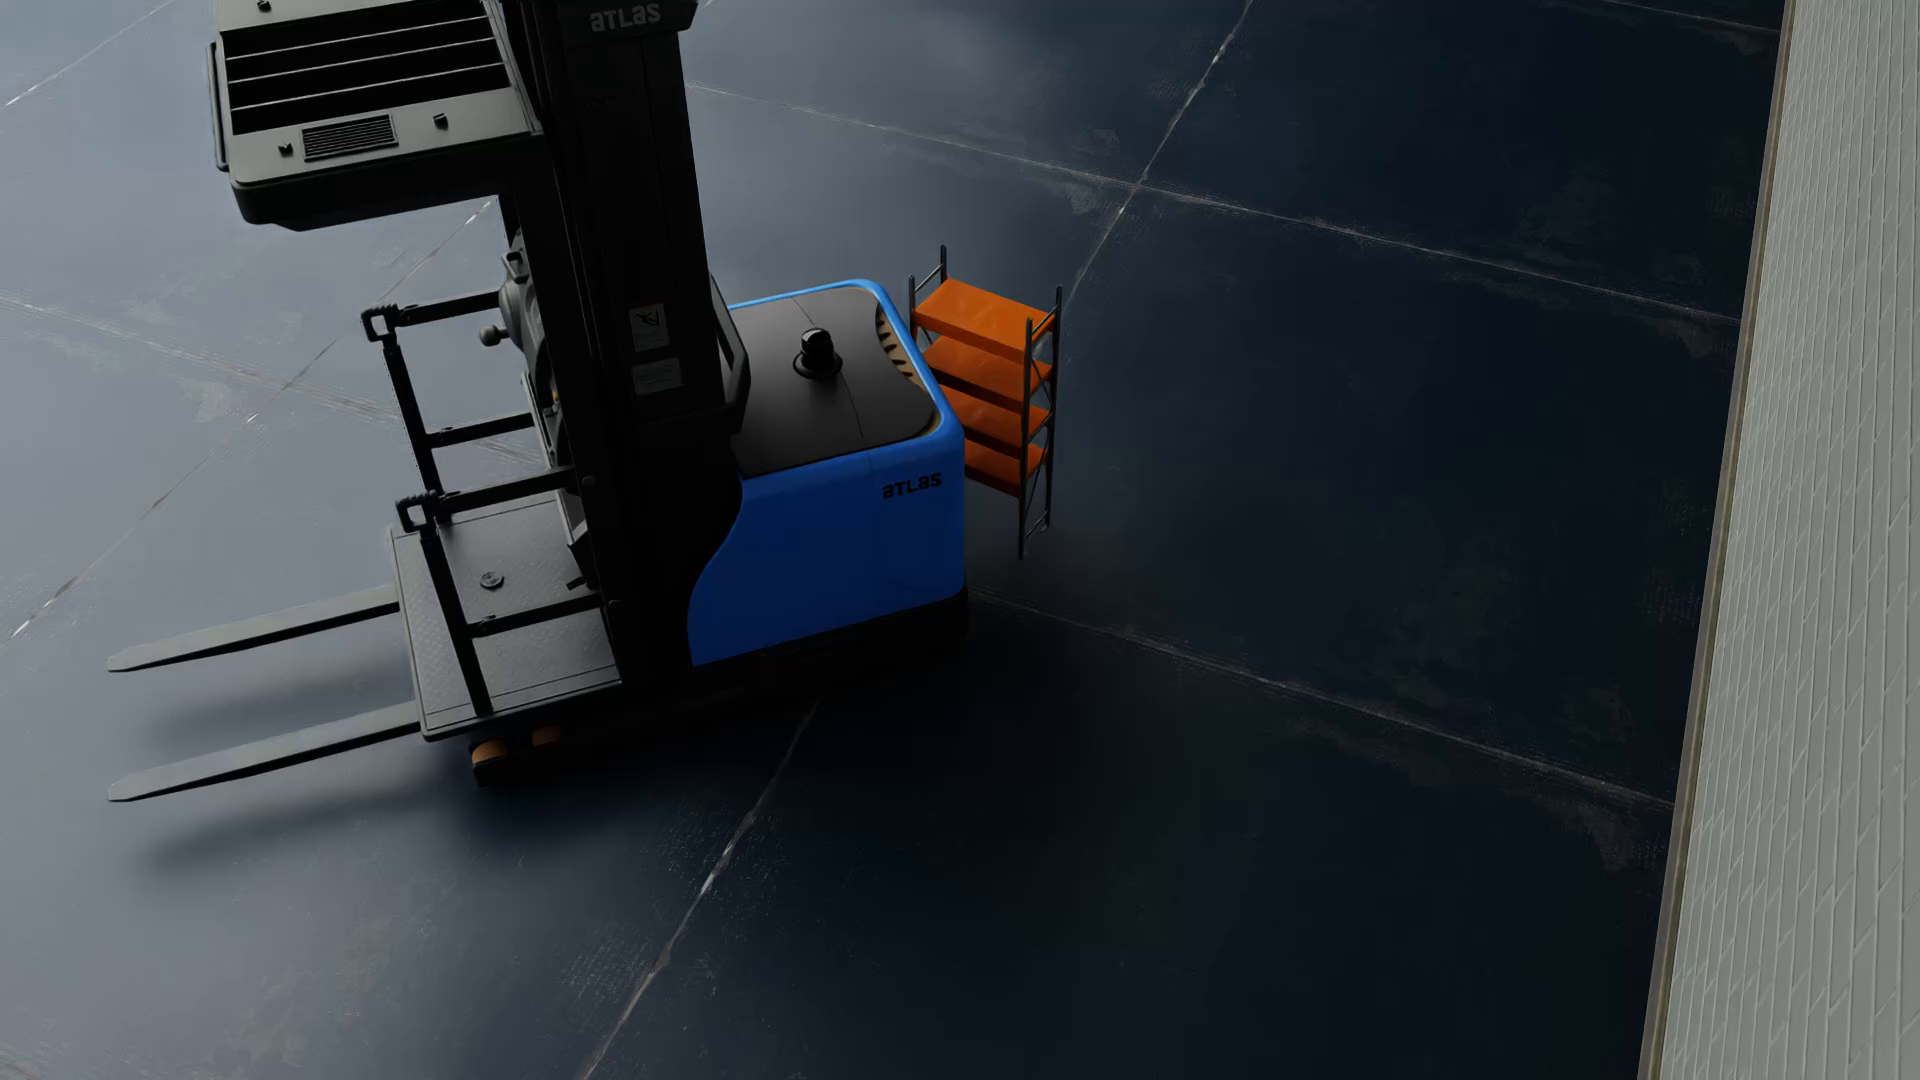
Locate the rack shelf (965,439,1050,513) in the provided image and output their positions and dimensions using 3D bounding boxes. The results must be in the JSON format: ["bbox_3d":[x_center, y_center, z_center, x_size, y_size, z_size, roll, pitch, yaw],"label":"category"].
[{"bbox_3d":[0.091,-0.318,6.595,0.480,0.148,0.258,23,49,21],"label":"rack shelf"}]

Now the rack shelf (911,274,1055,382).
[{"bbox_3d":[0.091,-0.785,6.131,0.480,0.148,0.258,23,49,21],"label":"rack shelf"}]

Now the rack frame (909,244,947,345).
[{"bbox_3d":[-0.118,-0.595,6.497,0.015,1.200,0.240,23,49,21],"label":"rack frame"}]

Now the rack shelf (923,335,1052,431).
[{"bbox_3d":[0.091,-0.617,6.298,0.480,0.148,0.258,23,49,21],"label":"rack shelf"}]

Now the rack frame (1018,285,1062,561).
[{"bbox_3d":[0.300,-0.417,6.319,0.015,1.200,0.240,23,49,21],"label":"rack frame"}]

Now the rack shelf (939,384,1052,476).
[{"bbox_3d":[0.091,-0.458,6.455,0.480,0.148,0.258,23,49,21],"label":"rack shelf"}]

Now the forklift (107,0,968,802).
[{"bbox_3d":[-1.542,-0.598,5.273,3.031,2.935,1.130,-15,47,-14],"label":"forklift"}]

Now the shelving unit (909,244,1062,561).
[{"bbox_3d":[0.091,-0.506,6.408,0.503,1.200,0.258,23,49,21],"label":"shelving unit"}]
